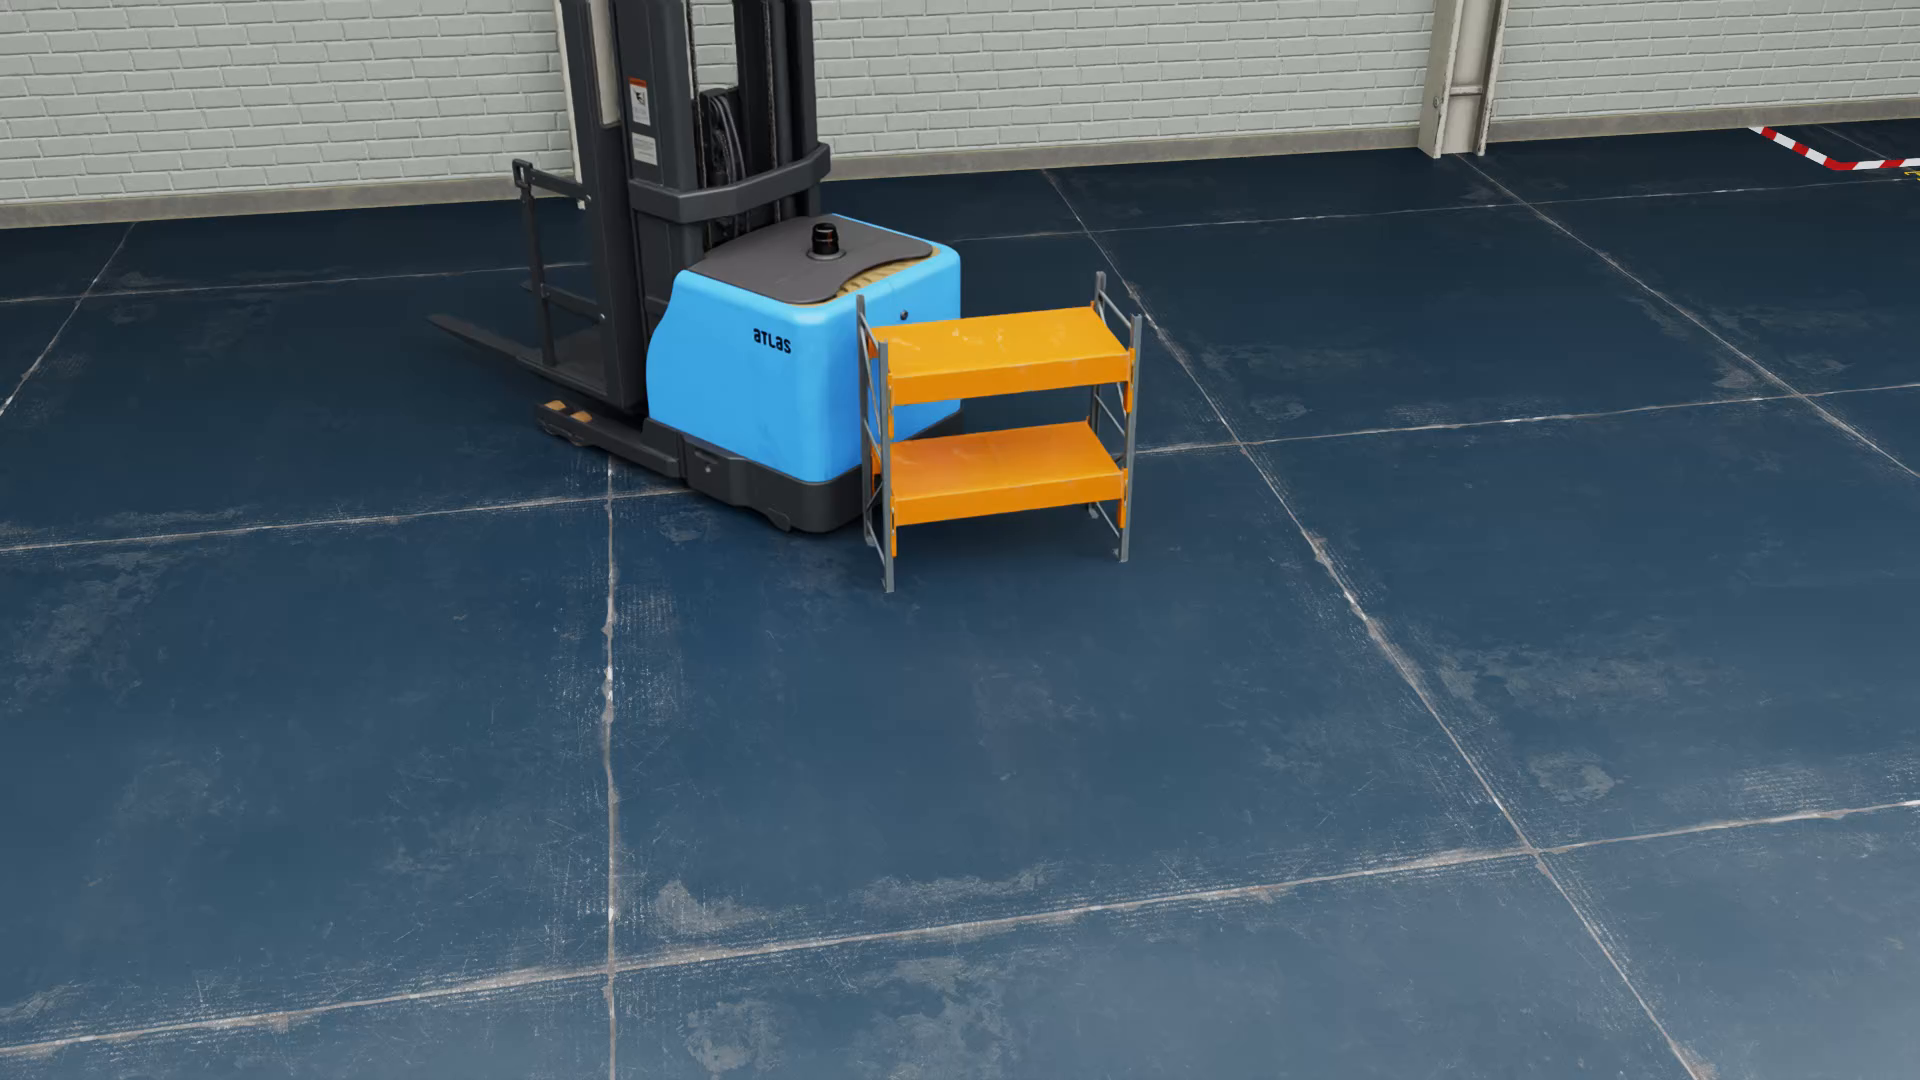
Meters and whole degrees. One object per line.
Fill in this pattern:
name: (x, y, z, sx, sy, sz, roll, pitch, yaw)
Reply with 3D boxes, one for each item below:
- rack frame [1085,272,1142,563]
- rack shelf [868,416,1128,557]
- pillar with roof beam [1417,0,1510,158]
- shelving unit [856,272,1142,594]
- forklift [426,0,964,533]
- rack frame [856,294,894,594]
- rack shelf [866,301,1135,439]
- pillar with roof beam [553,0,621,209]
rack frame: (0.640, -0.510, 7.007, 0.032, 1.125, 0.500, -7, 31, -12)
rack shelf: (0.146, -0.237, 7.026, 1.000, 0.278, 0.538, -7, 31, -12)
pillar with roof beam: (4.328, -4.559, 6.125, 0.400, 9.000, 9.100, -5, 31, -9)
shelving unit: (0.146, -0.448, 6.902, 1.048, 1.125, 0.538, -7, 31, -12)
forklift: (-1.446, -1.899, 7.589, 3.031, 2.935, 1.130, 22, 37, 33)
rack frame: (-0.347, -0.386, 6.797, 0.032, 1.125, 0.500, -7, 31, -12)
rack shelf: (0.146, -0.700, 6.753, 1.000, 0.278, 0.538, -7, 31, -12)
pillar with roof beam: (-1.574, -4.011, 5.193, 0.400, 9.000, 9.100, -5, 31, -9)
